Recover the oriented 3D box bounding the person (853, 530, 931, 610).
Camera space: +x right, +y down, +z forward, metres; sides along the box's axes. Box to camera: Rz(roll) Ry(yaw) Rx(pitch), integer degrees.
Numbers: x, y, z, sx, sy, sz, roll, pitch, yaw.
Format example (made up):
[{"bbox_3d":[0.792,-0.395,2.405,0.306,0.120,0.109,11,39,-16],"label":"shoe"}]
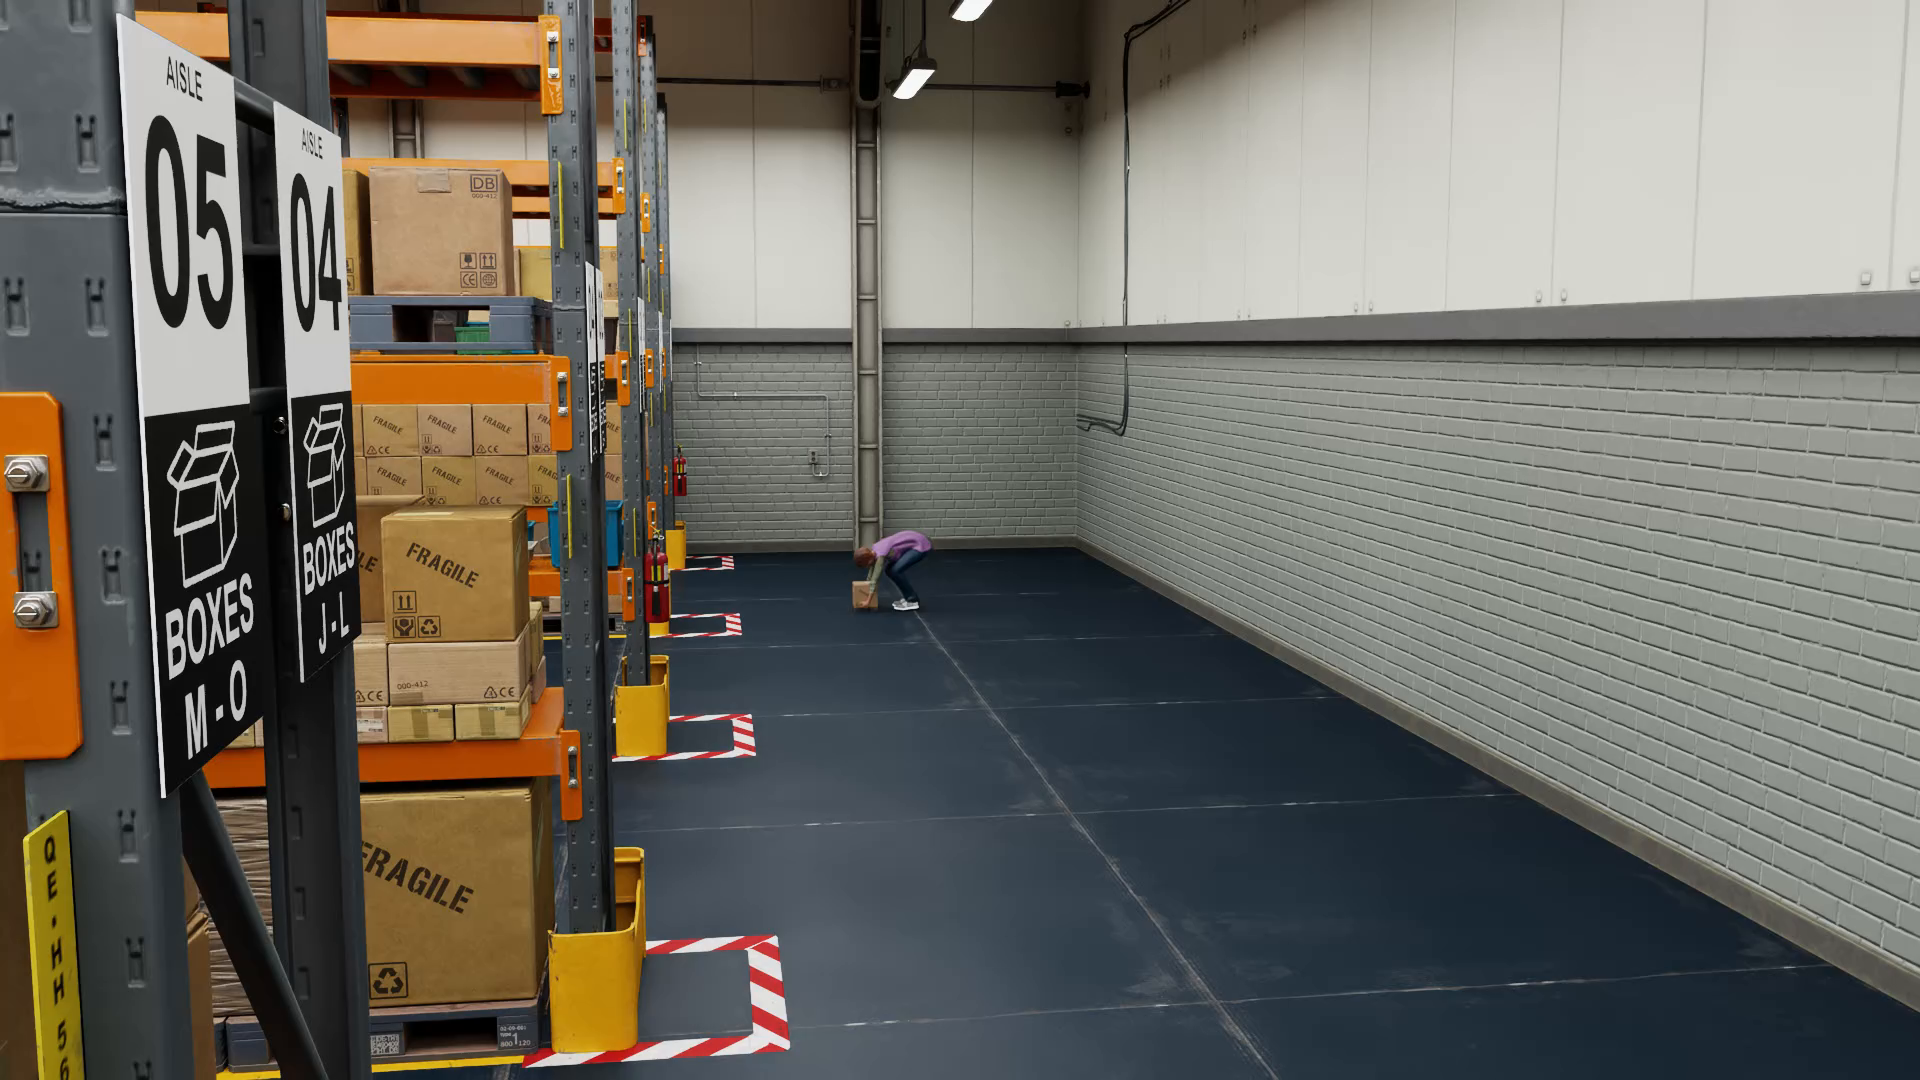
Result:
[{"bbox_3d":[-0.737,0.329,18.127,0.854,0.860,0.427,-1,7,-11],"label":"person"}]
